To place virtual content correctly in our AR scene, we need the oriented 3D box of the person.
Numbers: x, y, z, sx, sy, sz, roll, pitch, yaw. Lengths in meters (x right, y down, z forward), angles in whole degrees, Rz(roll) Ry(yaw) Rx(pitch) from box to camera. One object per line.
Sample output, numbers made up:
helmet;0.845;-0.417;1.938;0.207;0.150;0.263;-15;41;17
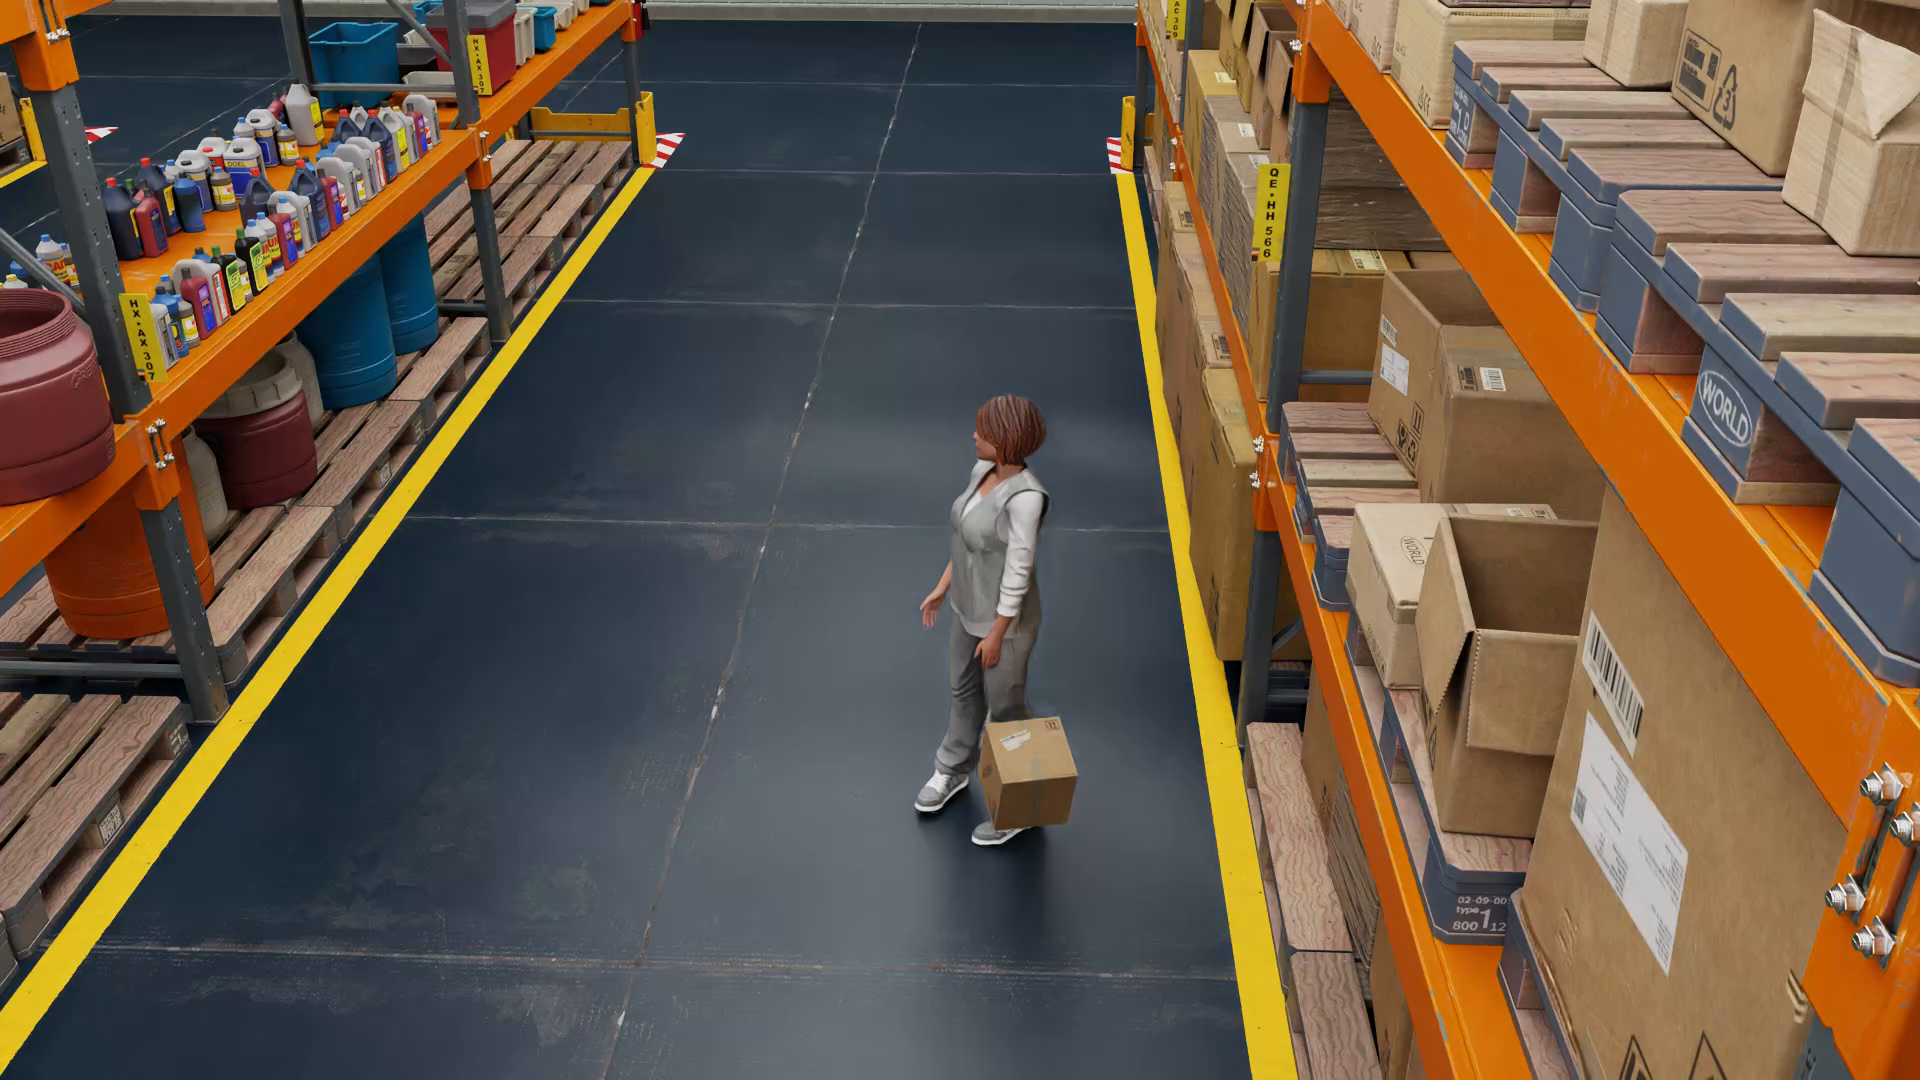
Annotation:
person;0.068;0.280;5.607;0.434;1.599;0.430;-10;30;-17
